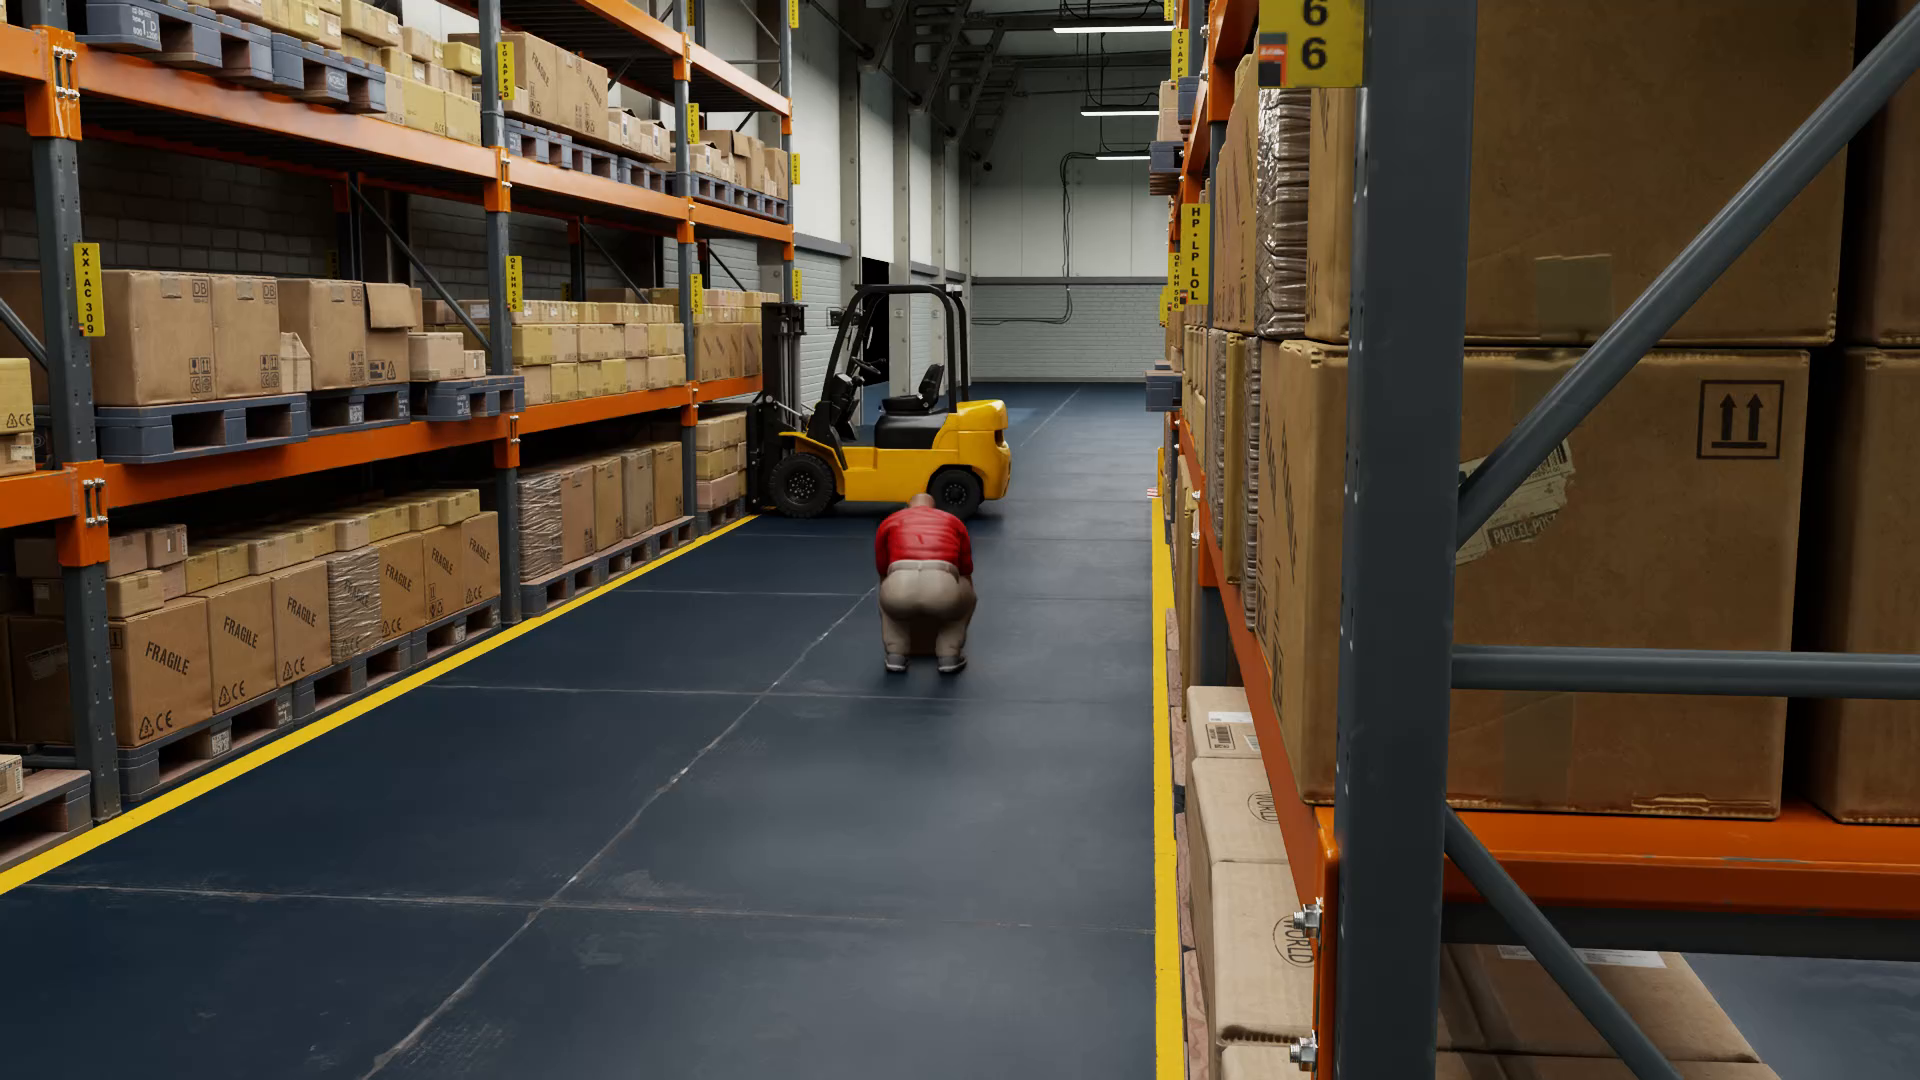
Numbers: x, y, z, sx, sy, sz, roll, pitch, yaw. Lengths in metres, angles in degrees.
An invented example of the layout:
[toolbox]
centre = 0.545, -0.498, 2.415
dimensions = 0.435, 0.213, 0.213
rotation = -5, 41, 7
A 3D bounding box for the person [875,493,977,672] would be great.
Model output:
[person]
centre = -0.195, 0.226, 8.889
dimensions = 0.564, 0.888, 0.870
rotation = 1, 8, 6
